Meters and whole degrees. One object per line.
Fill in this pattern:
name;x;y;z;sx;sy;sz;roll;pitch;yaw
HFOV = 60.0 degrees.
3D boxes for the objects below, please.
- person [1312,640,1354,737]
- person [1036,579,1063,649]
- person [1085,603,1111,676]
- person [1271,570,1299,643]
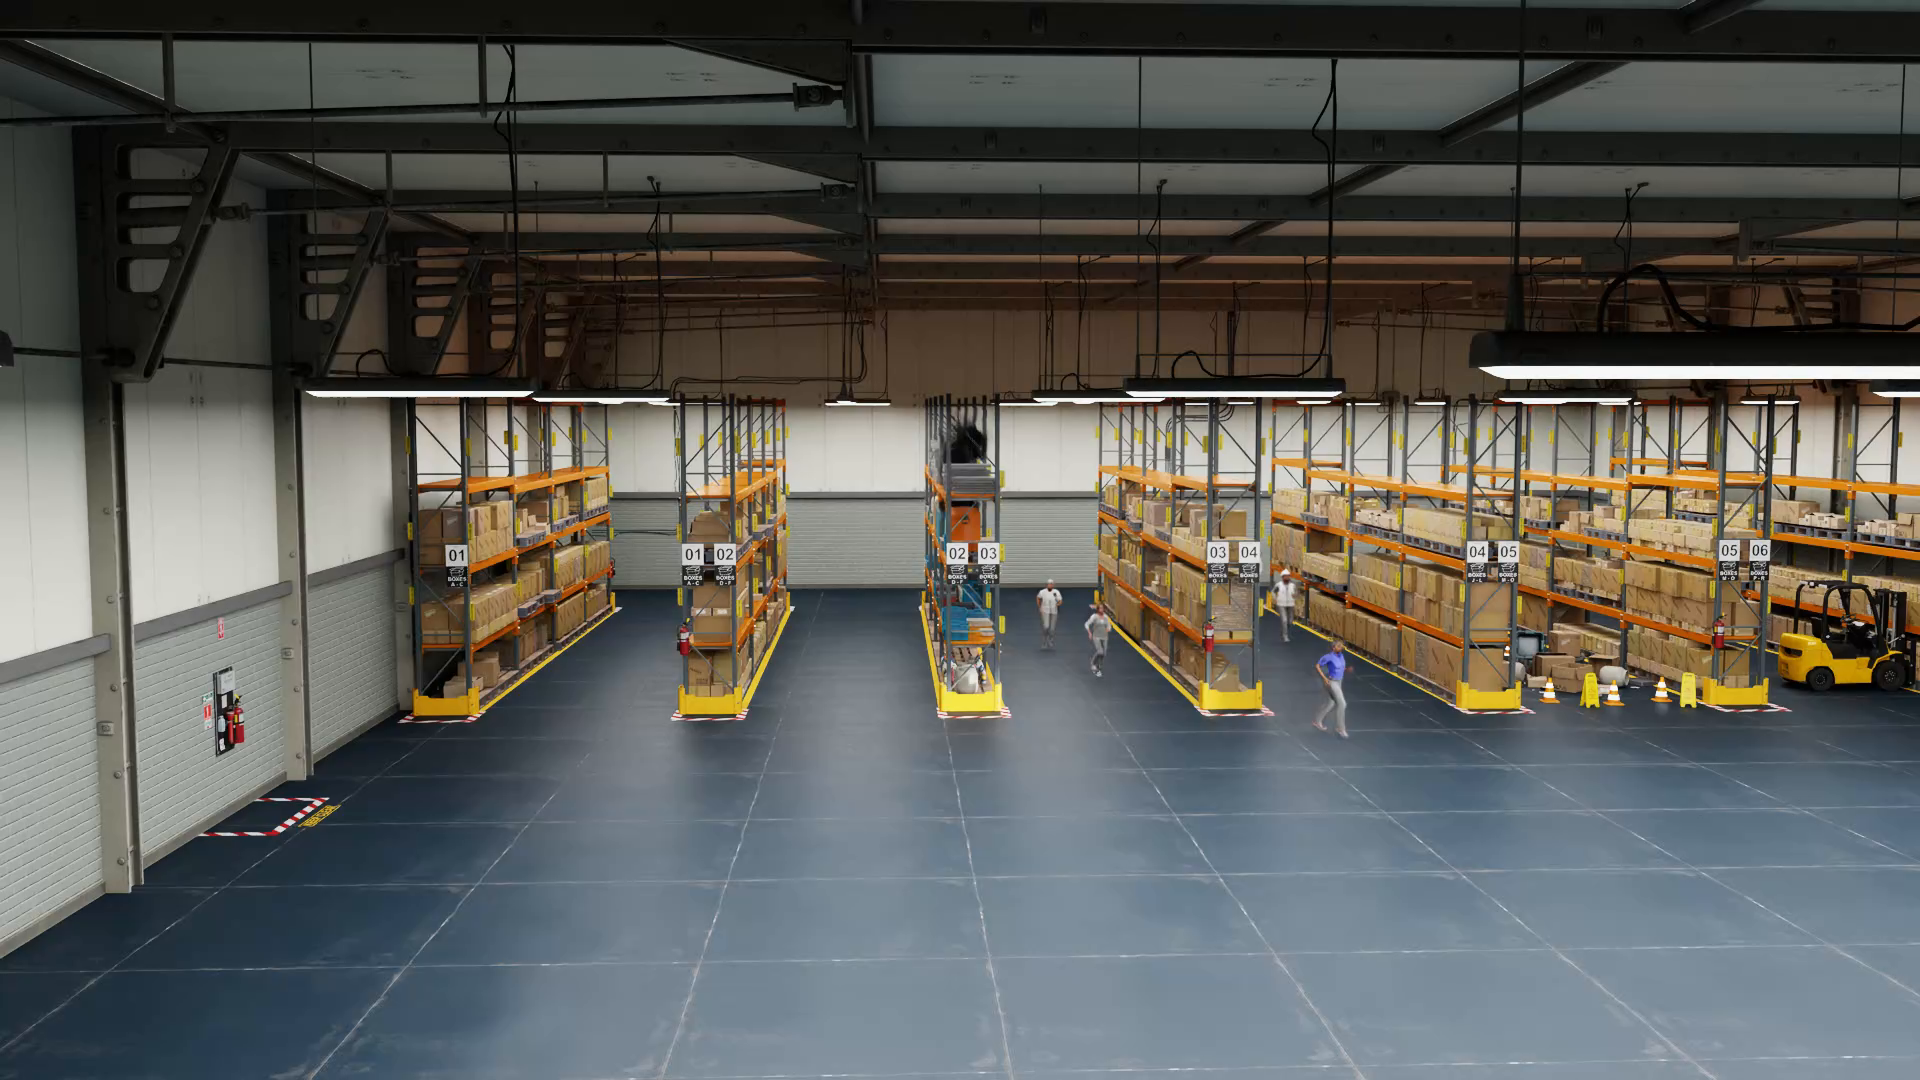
person;6.571;2.600;29.266;0.755;1.721;0.550;4;6;38
person;2.153;1.779;39.699;0.595;1.700;0.694;0;5;-6
person;2.993;2.133;35.495;0.518;1.564;0.576;-2;5;-19
person;8.006;1.614;40.905;0.668;1.748;0.897;0;5;-4
